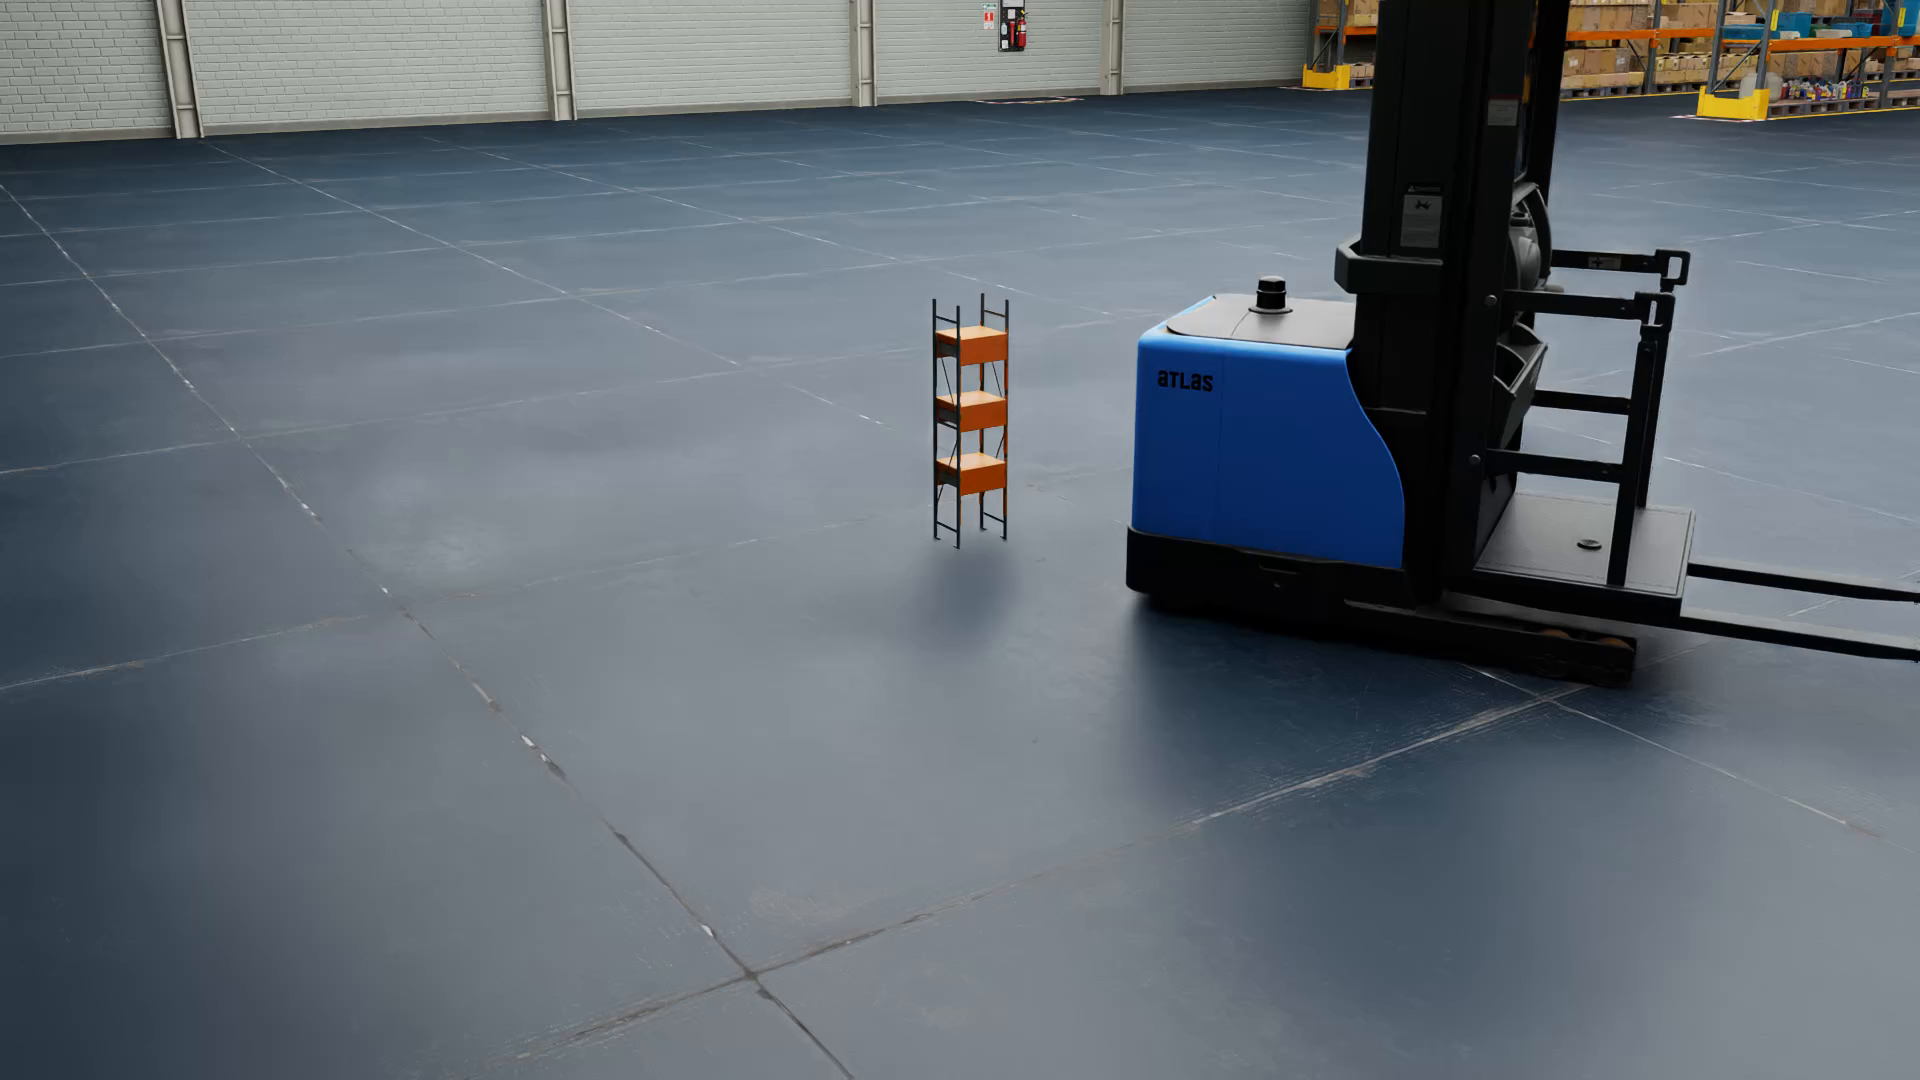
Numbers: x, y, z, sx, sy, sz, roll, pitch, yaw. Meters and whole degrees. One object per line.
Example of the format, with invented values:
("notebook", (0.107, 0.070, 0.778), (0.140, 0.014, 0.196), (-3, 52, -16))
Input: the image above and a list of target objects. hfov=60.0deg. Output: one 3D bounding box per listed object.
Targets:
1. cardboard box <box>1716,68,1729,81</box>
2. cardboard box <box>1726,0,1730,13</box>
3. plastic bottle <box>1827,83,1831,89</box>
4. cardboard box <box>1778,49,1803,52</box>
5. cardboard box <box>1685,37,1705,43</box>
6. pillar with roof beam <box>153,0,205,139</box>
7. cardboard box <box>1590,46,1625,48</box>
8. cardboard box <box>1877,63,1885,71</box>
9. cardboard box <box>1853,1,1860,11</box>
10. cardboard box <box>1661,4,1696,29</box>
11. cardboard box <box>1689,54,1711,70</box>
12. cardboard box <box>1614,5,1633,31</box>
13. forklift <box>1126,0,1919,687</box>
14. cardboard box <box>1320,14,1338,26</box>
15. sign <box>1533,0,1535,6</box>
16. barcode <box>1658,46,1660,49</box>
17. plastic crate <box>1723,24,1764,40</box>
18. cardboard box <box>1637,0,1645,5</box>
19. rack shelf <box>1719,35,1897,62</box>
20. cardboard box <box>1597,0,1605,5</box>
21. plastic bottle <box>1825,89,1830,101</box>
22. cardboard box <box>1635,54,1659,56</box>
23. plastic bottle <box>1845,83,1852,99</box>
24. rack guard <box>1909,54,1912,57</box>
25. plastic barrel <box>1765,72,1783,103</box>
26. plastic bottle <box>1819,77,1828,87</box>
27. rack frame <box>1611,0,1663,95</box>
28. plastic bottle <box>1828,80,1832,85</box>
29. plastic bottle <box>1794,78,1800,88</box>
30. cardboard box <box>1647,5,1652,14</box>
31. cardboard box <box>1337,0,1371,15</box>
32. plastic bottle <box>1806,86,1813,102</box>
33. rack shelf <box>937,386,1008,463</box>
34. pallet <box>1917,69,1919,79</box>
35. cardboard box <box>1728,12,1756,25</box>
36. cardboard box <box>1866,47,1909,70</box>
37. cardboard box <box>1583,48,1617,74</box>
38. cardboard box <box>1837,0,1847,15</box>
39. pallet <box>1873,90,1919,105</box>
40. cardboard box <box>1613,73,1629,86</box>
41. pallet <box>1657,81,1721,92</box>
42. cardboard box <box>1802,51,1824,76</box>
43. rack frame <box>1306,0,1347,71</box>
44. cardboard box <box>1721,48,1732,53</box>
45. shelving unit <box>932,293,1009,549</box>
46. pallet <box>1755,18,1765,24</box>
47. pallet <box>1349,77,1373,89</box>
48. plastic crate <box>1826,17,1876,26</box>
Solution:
("cardboard box", (16.332, -10.132, 36.169), (0.500, 0.250, 0.500), (-11, 22, -30))
("cardboard box", (19.778, -14.093, 43.780), (0.700, 0.700, 0.980), (-13, 23, -34))
("plastic bottle", (15.862, -8.184, 30.324), (0.133, 0.283, 0.061), (-12, 22, -31))
("cardboard box", (19.036, -11.373, 38.246), (0.500, 0.250, 0.500), (-12, 22, -32))
("cardboard box", (19.168, -13.040, 43.367), (0.250, 0.149, 0.380), (-11, 22, -30))
("pillar with roof beam", (-9.489, -9.306, 20.721), (0.400, 9.000, 9.100), (-12, 22, -31))
("cardboard box", (13.587, -10.122, 34.969), (0.500, 0.500, 0.500), (-12, 22, -31))
("cardboard box", (22.015, -11.315, 39.768), (0.250, 0.166, 0.380), (-12, 22, -31))
("cardboard box", (21.105, -12.482, 39.326), (0.500, 0.500, 0.500), (-11, 22, -31))
("cardboard box", (15.237, -11.140, 35.356), (0.500, 0.500, 0.500), (-10, 21, -28))
("cardboard box", (15.912, -10.308, 35.814), (0.500, 0.311, 0.500), (-11, 22, -30))
("cardboard box", (13.343, -10.742, 34.178), (0.500, 0.500, 0.700), (-12, 22, -32))
("forklift", (2.207, -1.075, 5.849), (3.031, 2.935, 1.130), (9, 20, 24))
("cardboard box", (8.362, -11.561, 36.961), (0.500, 0.250, 0.500), (-12, 22, -31))
("sign", (11.106, -10.462, 32.032), (0.005, 0.325, 0.100), (-12, 22, -31))
("barcode", (14.589, -10.281, 34.690), (0.075, 0.075, 0.001), (-12, 22, -31))
("plastic crate", (13.781, -8.936, 29.226), (0.616, 0.251, 0.499), (-12, 22, -31))
("cardboard box", (13.830, -11.075, 34.152), (0.250, 0.149, 0.380), (-12, 22, -33))
("rack shelf", (15.198, -8.850, 29.862), (4.000, 0.370, 1.077), (-12, 22, -31))
("cardboard box", (12.756, -10.847, 33.478), (0.250, 0.149, 0.380), (-11, 22, -30))
("plastic bottle", (15.665, -8.053, 30.063), (0.097, 0.201, 0.097), (0, 19, 0))
("cardboard box", (14.759, -10.272, 35.707), (0.500, 0.311, 0.500), (-11, 22, -30))
("plastic bottle", (16.215, -8.201, 30.372), (0.133, 0.283, 0.061), (-10, 21, -28))
("rack guard", (24.106, -11.785, 41.323), (0.348, 0.500, 1.175), (-12, 22, -31))
("plastic barrel", (14.454, -8.084, 29.701), (0.421, 0.512, 0.421), (0, 19, 0))
("plastic bottle", (16.045, -8.427, 30.937), (0.185, 0.351, 0.144), (-12, 22, -31))
("rack frame", (14.147, -10.869, 34.710), (0.127, 3.000, 1.000), (-12, 22, -31))
("plastic bottle", (16.361, -8.520, 31.336), (0.097, 0.271, 0.097), (0, 19, 0))
("plastic bottle", (15.453, -8.357, 30.731), (0.185, 0.351, 0.144), (-12, 22, -32))
("cardboard box", (17.009, -13.472, 41.760), (0.500, 0.500, 0.500), (-12, 22, -31))
("cardboard box", (8.643, -11.786, 36.455), (0.500, 0.500, 0.500), (-12, 22, -31))
("plastic bottle", (15.213, -7.990, 29.770), (0.097, 0.271, 0.097), (0, 19, 0))
("rack shelf", (0.045, -0.497, 7.108), (0.240, 0.259, 0.215), (-12, 22, -31))
("pallet", (23.440, -11.507, 40.953), (1.213, 0.211, 1.003), (-12, 22, -31))
("cardboard box", (17.160, -11.479, 36.653), (0.500, 0.311, 0.500), (-10, 21, -28))
("cardboard box", (22.395, -11.636, 40.190), (0.637, 0.503, 0.797), (-12, 22, -31))
("cardboard box", (13.040, -9.806, 34.034), (0.500, 0.500, 0.500), (-12, 22, -31))
("cardboard box", (20.310, -12.500, 38.725), (0.700, 0.500, 0.500), (14, 23, 35))
("pallet", (18.522, -8.587, 32.315), (1.213, 0.211, 1.003), (-12, 22, -31))
("cardboard box", (13.457, -9.539, 34.416), (0.500, 0.250, 0.500), (-12, 22, -31))
("pallet", (15.761, -9.904, 36.211), (1.213, 0.211, 1.003), (-12, 22, -31))
("cardboard box", (19.314, -10.875, 37.946), (0.500, 0.500, 0.500), (-13, 23, -33))
("rack frame", (8.079, -11.488, 36.543), (0.127, 3.000, 1.000), (-12, 22, -31))
("cardboard box", (20.074, -12.995, 44.245), (0.500, 0.500, 0.700), (-13, 22, -33))
("shelving unit", (0.045, -0.507, 7.105), (0.252, 1.050, 0.215), (-12, 22, -31))
("pallet", (18.015, -11.620, 37.234), (1.003, 0.211, 1.213), (-12, 22, -31))
("pallet", (8.840, -10.314, 37.425), (1.213, 0.211, 1.003), (-12, 22, -31))
("plastic crate", (16.361, -9.455, 30.627), (0.504, 0.338, 0.767), (-12, 22, -31))
